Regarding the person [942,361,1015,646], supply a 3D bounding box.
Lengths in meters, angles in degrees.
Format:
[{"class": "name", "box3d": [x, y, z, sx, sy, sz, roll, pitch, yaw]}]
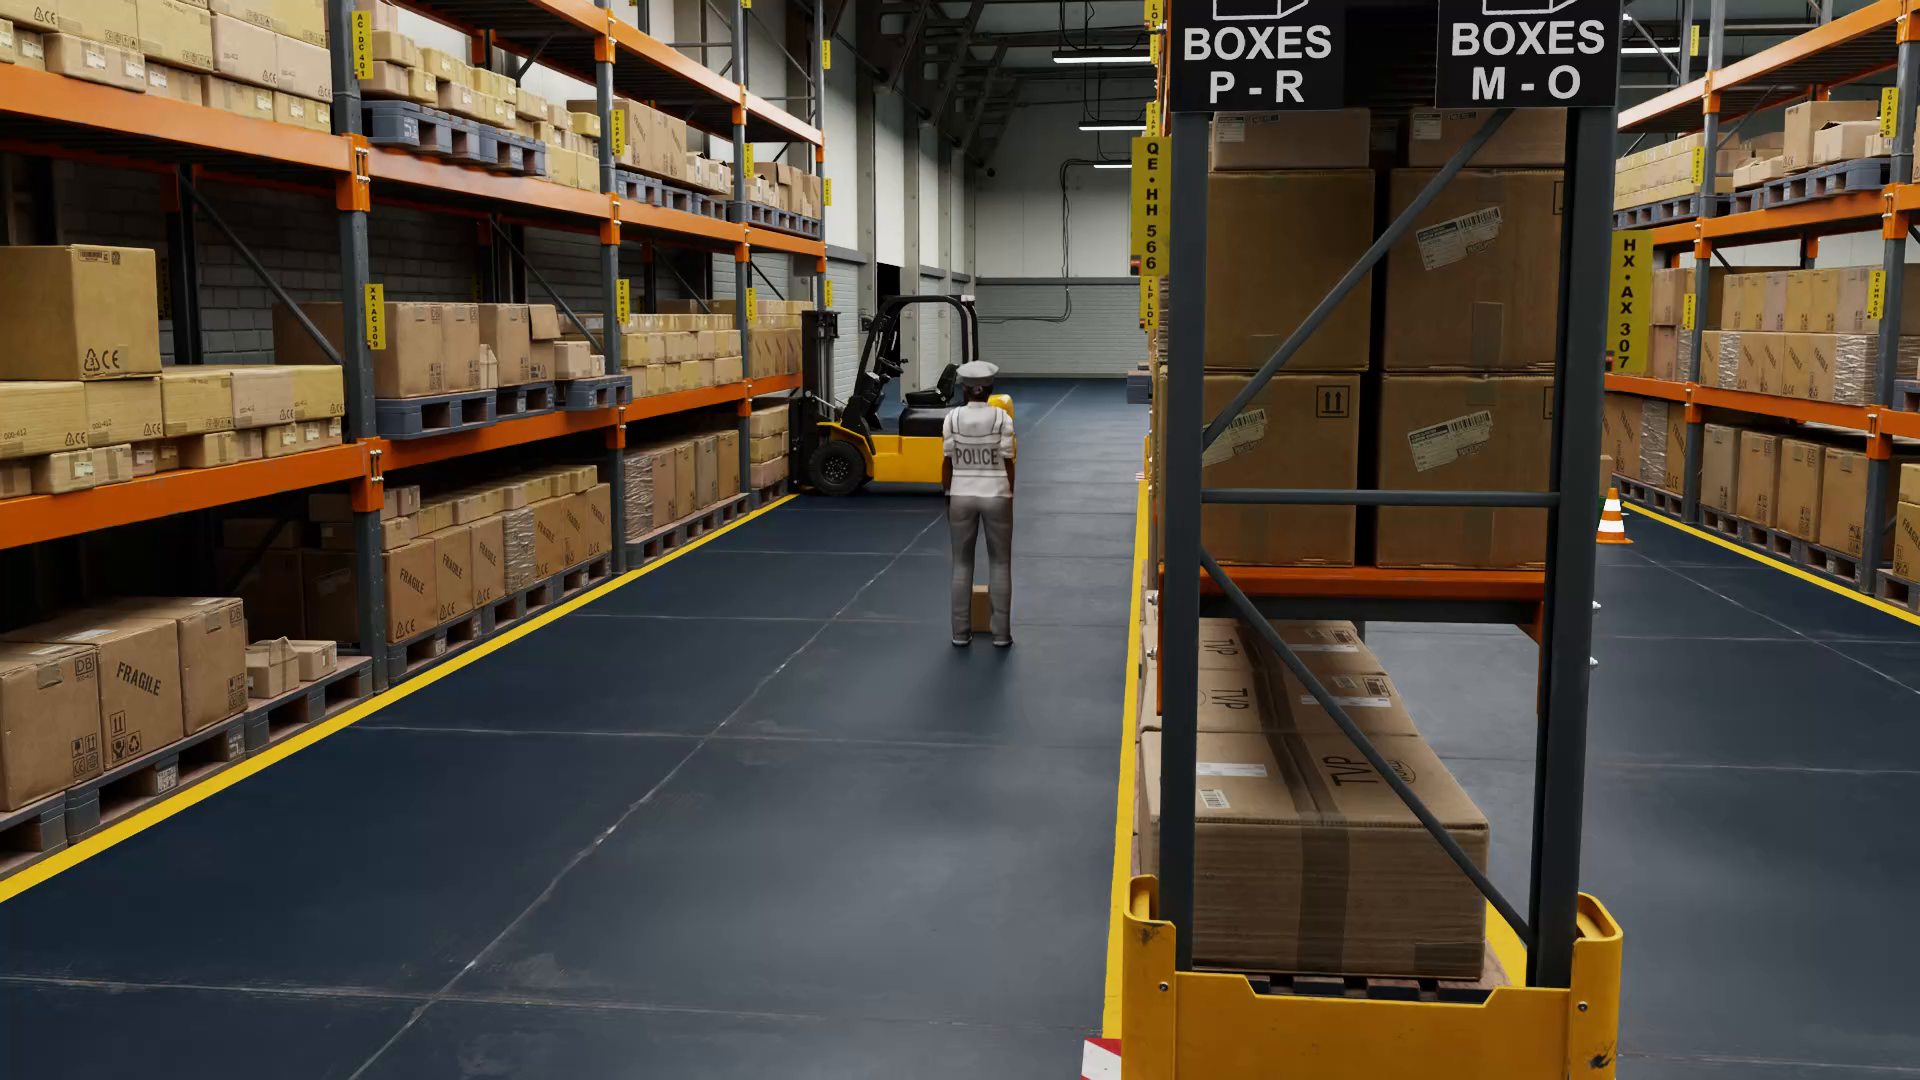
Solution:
[{"class": "person", "box3d": [0.110, -0.212, 9.817, 0.437, 1.682, 0.340, 1, 8, 8]}]
